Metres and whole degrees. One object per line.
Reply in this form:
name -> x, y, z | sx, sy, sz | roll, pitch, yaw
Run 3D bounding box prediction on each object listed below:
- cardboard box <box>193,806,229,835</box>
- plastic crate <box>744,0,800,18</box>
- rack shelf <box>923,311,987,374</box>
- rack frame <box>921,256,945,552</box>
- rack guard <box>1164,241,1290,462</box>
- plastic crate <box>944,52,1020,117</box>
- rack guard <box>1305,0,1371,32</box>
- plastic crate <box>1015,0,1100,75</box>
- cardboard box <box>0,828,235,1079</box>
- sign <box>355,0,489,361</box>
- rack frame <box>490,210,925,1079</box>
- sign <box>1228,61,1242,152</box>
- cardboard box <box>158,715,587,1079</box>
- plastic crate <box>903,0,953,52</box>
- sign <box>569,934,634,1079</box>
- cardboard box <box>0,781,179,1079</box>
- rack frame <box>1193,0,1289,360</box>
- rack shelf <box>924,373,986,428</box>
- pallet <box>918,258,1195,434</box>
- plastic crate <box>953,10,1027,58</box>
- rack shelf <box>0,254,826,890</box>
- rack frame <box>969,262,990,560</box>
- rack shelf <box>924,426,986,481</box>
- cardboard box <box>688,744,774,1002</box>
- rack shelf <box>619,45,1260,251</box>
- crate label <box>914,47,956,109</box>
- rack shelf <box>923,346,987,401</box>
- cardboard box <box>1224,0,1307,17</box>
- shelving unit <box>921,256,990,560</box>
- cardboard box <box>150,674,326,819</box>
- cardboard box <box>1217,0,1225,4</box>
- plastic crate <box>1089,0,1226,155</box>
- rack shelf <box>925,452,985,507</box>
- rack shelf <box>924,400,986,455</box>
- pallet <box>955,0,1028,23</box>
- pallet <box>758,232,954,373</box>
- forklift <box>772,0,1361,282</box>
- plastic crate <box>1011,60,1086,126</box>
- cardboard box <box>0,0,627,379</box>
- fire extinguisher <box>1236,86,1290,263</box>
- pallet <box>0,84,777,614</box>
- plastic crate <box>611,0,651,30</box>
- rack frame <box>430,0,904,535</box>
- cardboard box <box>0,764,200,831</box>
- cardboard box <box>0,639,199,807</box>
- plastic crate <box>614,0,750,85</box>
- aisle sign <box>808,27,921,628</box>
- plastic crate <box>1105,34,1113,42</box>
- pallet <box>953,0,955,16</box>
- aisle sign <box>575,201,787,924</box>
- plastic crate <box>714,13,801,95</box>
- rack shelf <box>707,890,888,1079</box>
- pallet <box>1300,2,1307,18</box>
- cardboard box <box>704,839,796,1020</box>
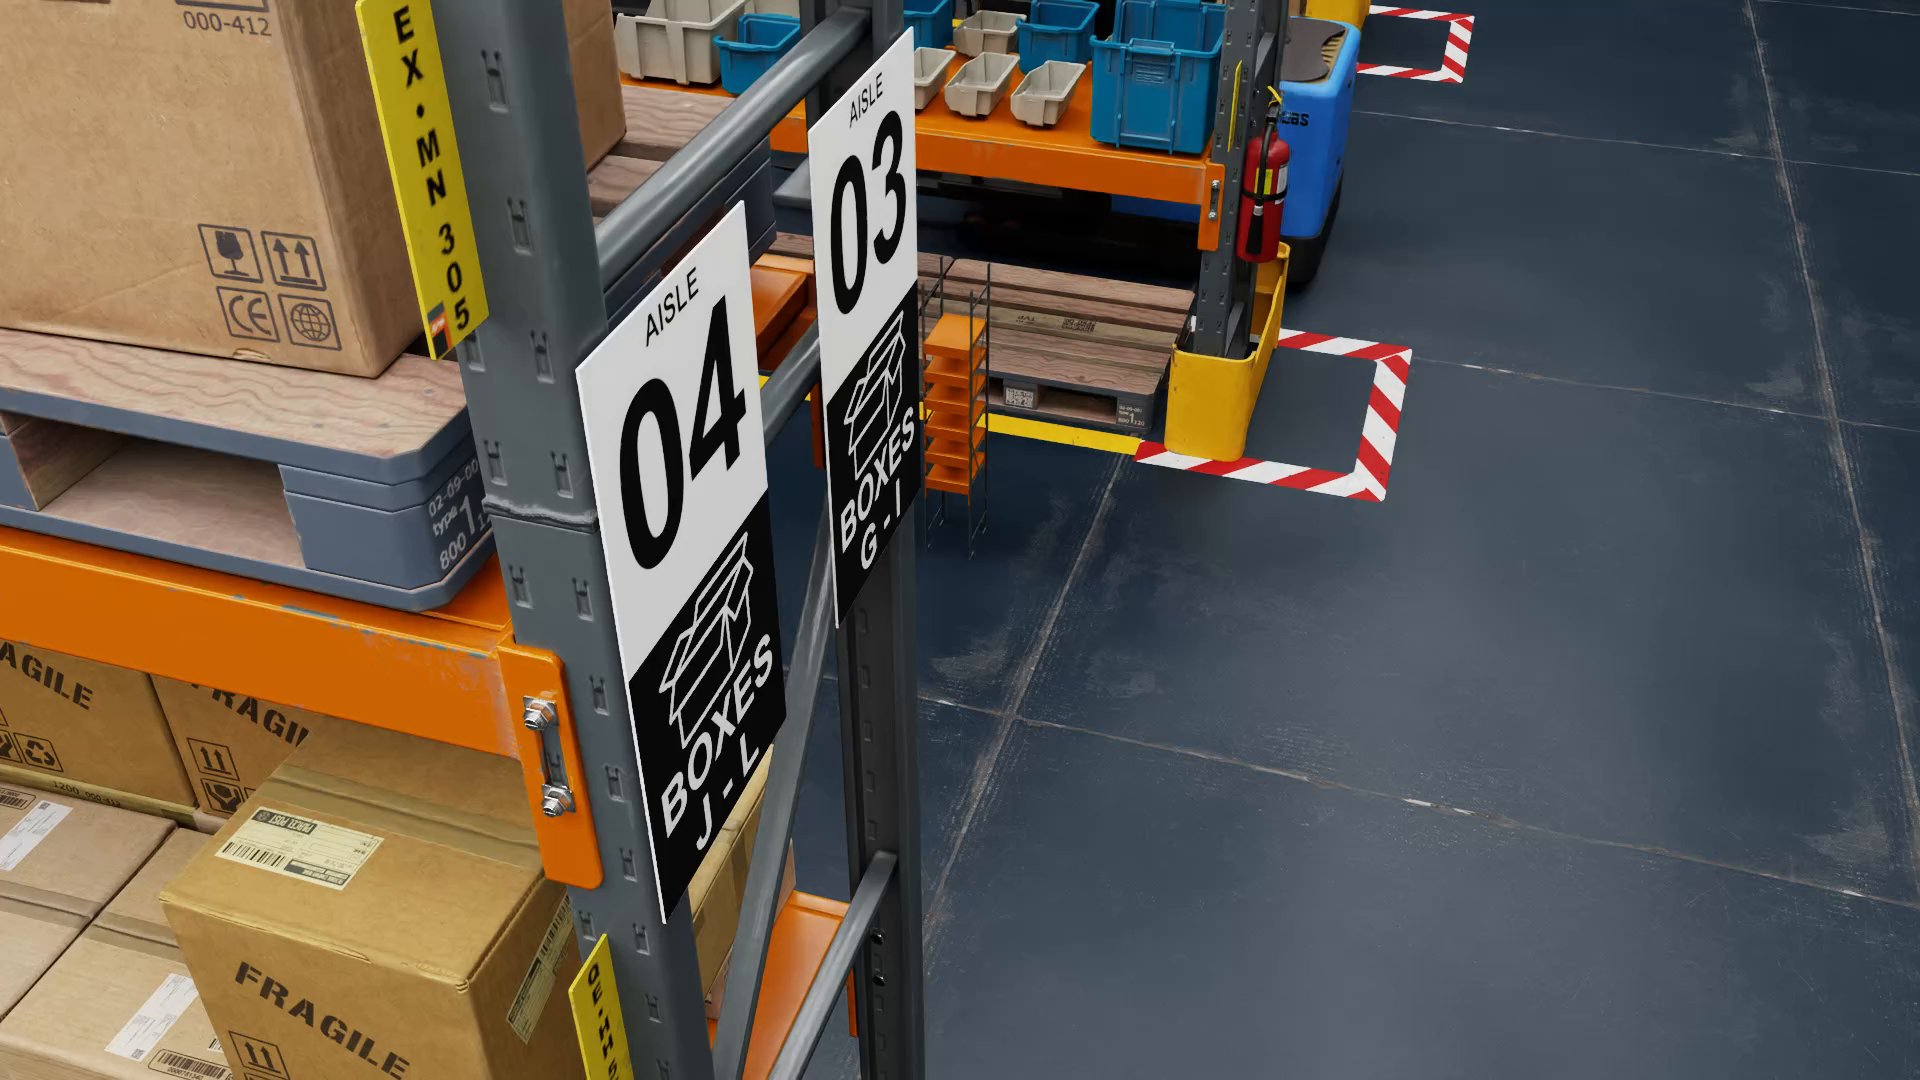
cardboard box -> -1.161, 0.523, 3.384 | 0.500, 0.250, 0.500 | 10, 38, 13
plastic crate -> -0.874, -2.381, 7.626 | 0.466, 0.136, 0.293 | 10, 38, 14
rack shelf -> -0.014, -0.740, 6.211 | 0.180, 0.103, 0.258 | 10, 38, 14
rack frame -> -0.101, -0.502, 6.420 | 0.006, 1.200, 0.240 | 10, 38, 14
rack guard -> 1.219, -0.890, 7.538 | 0.348, 0.500, 1.175 | 10, 38, 14
plastic crate -> 0.087, -1.913, 6.990 | 0.243, 0.136, 0.396 | 10, 38, 14
rack guard -> 2.600, -3.703, 11.359 | 0.348, 0.500, 1.175 | 10, 38, 14
plastic crate -> 0.426, -2.197, 7.295 | 0.300, 0.233, 0.416 | 10, 38, 14
cardboard box -> -1.310, 0.824, 2.976 | 0.500, 0.250, 0.500 | 10, 37, 13
sign -> -0.460, -0.320, 1.443 | 0.005, 0.325, 0.100 | 10, 38, 14
rack frame -> -0.285, 0.909, 2.985 | 0.127, 3.000, 1.000 | 10, 38, 14
sign -> 1.044, -1.645, 6.317 | 0.005, 0.325, 0.100 | 10, 38, 14
cardboard box -> -0.828, 0.610, 2.634 | 0.500, 0.500, 0.500 | 11, 38, 14
plastic crate -> -0.202, -2.313, 7.453 | 0.300, 0.233, 0.416 | 10, 38, 14
sign -> -0.460, 0.651, 2.158 | 0.005, 0.325, 0.100 | 10, 38, 14
cardboard box -> -1.796, 0.734, 3.098 | 0.500, 0.250, 0.500 | 9, 37, 12
rack frame -> 1.192, -1.894, 6.793 | 0.127, 3.000, 1.000 | 10, 38, 14
rack shelf -> -0.014, -0.547, 6.353 | 0.180, 0.103, 0.258 | 10, 38, 14
pallet -> 0.417, -0.939, 7.847 | 1.213, 0.211, 1.003 | 10, 38, 14
plastic crate -> 0.126, -2.265, 7.469 | 0.298, 0.136, 0.250 | 10, 38, 14
rack shelf -> -2.194, -0.363, 2.789 | 4.000, 0.370, 1.077 | 10, 38, 14
rack frame -> 0.074, -0.470, 6.376 | 0.006, 1.200, 0.240 | 10, 38, 14
rack shelf -> -0.014, -0.353, 6.495 | 0.180, 0.103, 0.258 | 10, 38, 14
cardboard box -> -0.662, 0.612, 3.264 | 0.500, 0.250, 0.500 | 10, 37, 13
rack shelf -> -0.717, -1.958, 7.486 | 4.000, 0.370, 1.077 | 10, 38, 14
crate label -> -0.186, -1.948, 7.038 | 0.243, 0.136, 0.396 | 10, 38, 14
rack shelf -> -0.014, -0.643, 6.282 | 0.180, 0.103, 0.258 | 10, 38, 14
cardboard box -> 2.080, -3.823, 11.151 | 0.500, 0.500, 0.500 | 10, 38, 14
shelving unit -> -0.014, -0.486, 6.398 | 0.189, 1.200, 0.258 | 10, 38, 14
cardboard box -> -1.140, 0.221, 3.162 | 0.500, 0.500, 0.500 | 10, 37, 13
cardboard box -> 1.721, -3.811, 11.417 | 0.250, 0.166, 0.380 | 10, 38, 14
plastic crate -> 0.817, -1.886, 6.701 | 0.499, 0.435, 0.616 | 10, 38, 14
rack shelf -> -0.014, -0.257, 6.566 | 0.180, 0.103, 0.258 | 10, 38, 14
rack shelf -> -0.014, -0.450, 6.424 | 0.180, 0.103, 0.258 | 10, 38, 14
pallet -> 0.678, -3.943, 11.930 | 1.213, 0.211, 1.003 | 10, 38, 14
pallet -> -0.744, -1.155, 8.141 | 1.213, 0.211, 1.003 | 10, 38, 14
forklift -> 0.499, -2.982, 8.329 | 3.031, 2.935, 1.130 | 11, 38, 15
plastic crate -> 0.360, -1.853, 6.910 | 0.243, 0.136, 0.396 | 10, 38, 14
cardboard box -> -0.797, -0.611, 1.996 | 0.500, 0.500, 0.700 | 8, 37, 11
fire extinguisher -> 1.201, -1.429, 6.540 | 0.183, 0.674, 0.296 | 10, 38, 14
pallet -> -0.996, -0.389, 2.292 | 1.213, 0.211, 1.003 | 10, 38, 14
plastic crate -> -1.477, -2.468, 7.755 | 0.590, 0.125, 0.437 | 10, 38, 14
rack frame -> -0.285, -1.508, 1.207 | 0.127, 3.000, 1.000 | 10, 38, 14
cardboard box -> -1.639, 0.433, 3.507 | 0.500, 0.250, 0.500 | 9, 37, 12
cardboard box -> -1.636, 0.133, 3.282 | 0.500, 0.500, 0.500 | 10, 37, 13
plastic crate -> -1.223, -2.203, 7.262 | 0.530, 0.282, 0.437 | 10, 38, 14
aisle sign -> -0.127, -0.295, 2.428 | 0.004, 0.787, 0.394 | 10, 38, 14
plastic crate -> 0.773, -2.145, 7.306 | 0.298, 0.136, 0.250 | 10, 38, 14
pallet -> -0.490, -4.158, 12.221 | 1.213, 0.211, 1.003 | 10, 38, 14
aisle sign -> -0.305, 0.044, 1.967 | 0.004, 0.787, 0.394 | 10, 38, 14
plastic crate -> -0.845, -2.069, 7.121 | 0.300, 0.233, 0.416 | 10, 38, 14
rack shelf -> -2.194, 0.845, 3.679 | 4.000, 0.370, 1.077 | 10, 38, 14
pallet -> 1.839, -3.726, 11.635 | 1.213, 0.211, 1.003 | 10, 38, 14
cardboard box -> -0.525, 0.760, 3.398 | 0.250, 0.149, 0.380 | 11, 38, 14
